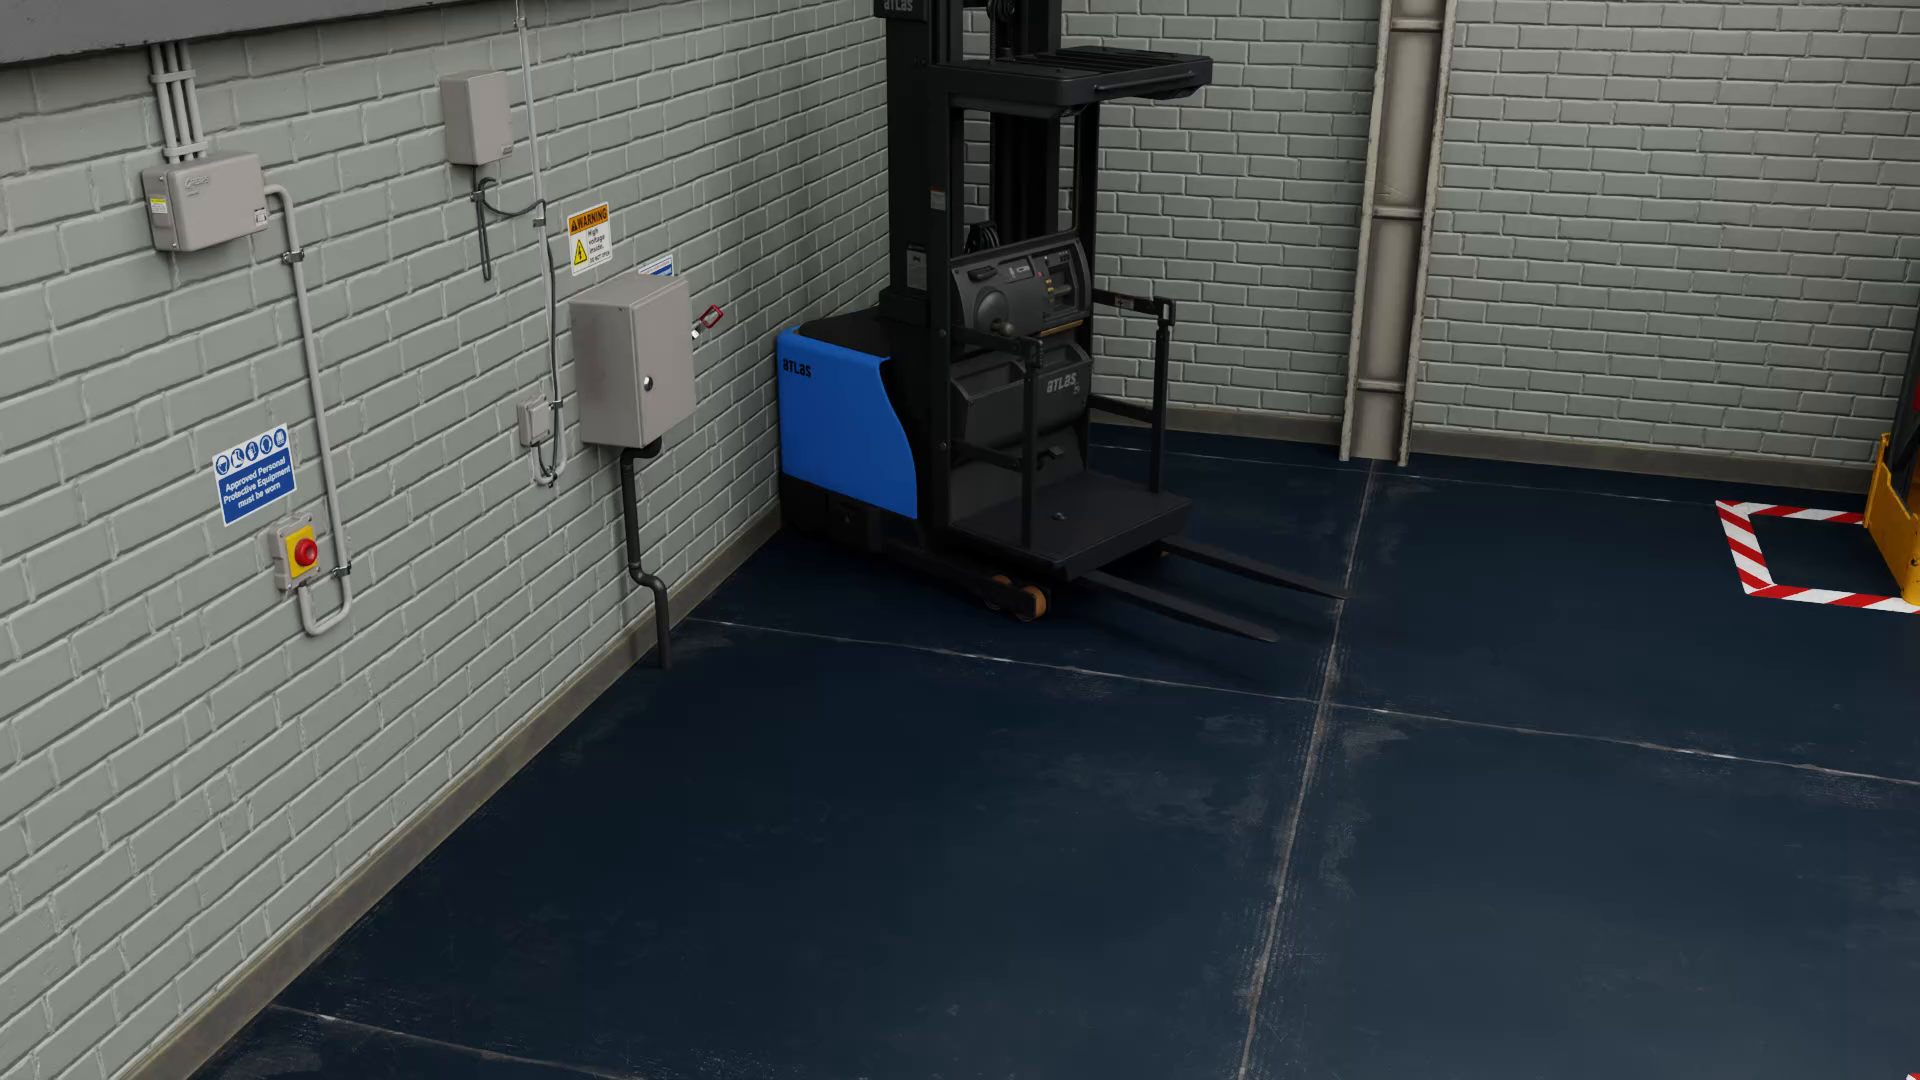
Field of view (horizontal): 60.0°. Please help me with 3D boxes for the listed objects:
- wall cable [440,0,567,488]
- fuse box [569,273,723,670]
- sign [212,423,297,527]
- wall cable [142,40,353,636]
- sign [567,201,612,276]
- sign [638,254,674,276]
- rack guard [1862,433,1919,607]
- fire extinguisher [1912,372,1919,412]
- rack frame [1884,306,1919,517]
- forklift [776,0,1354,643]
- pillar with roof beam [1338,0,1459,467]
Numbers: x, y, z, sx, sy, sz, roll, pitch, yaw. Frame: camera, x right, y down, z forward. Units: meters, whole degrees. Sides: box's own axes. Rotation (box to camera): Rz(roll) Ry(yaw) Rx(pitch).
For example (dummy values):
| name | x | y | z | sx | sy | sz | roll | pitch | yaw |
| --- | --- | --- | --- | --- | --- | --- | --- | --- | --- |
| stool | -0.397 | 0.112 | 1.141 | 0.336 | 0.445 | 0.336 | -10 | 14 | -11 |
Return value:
| name | x | y | z | sx | sy | sz | roll | pitch | yaw |
| --- | --- | --- | --- | --- | --- | --- | --- | --- | --- |
| wall cable | -1.620 | -1.068 | 6.084 | 0.122 | 1.984 | 0.588 | 7 | 23 | 16 |
| fuse box | -1.272 | -0.233 | 7.083 | 0.414 | 1.711 | 0.539 | 7 | 23 | 16 |
| sign | -2.091 | -0.196 | 4.939 | 0.001 | 0.218 | 0.327 | 7 | 23 | 16 |
| wall cable | -2.019 | -0.566 | 4.818 | 0.123 | 1.953 | 0.585 | 7 | 23 | 16 |
| sign | -1.487 | -1.214 | 6.688 | 0.001 | 0.242 | 0.339 | 7 | 23 | 16 |
| sign | -1.328 | -0.987 | 7.350 | 0.001 | 0.494 | 0.329 | 7 | 23 | 16 |
| rack guard | 4.889 | -0.111 | 8.382 | 0.348 | 0.500 | 1.175 | 7 | 23 | 16 |
| fire extinguisher | 4.542 | -0.916 | 7.644 | 0.183 | 0.674 | 0.296 | 7 | 23 | 16 |
| rack frame | 4.817 | -1.276 | 7.928 | 0.127 | 3.000 | 1.000 | 7 | 23 | 16 |
| forklift | 0.458 | -1.195 | 7.822 | 3.031 | 2.935 | 1.130 | 19 | 29 | 39 |
| pillar with roof beam | 1.252 | -3.111 | 4.496 | 0.400 | 9.000 | 9.100 | 7 | 23 | 16 |
